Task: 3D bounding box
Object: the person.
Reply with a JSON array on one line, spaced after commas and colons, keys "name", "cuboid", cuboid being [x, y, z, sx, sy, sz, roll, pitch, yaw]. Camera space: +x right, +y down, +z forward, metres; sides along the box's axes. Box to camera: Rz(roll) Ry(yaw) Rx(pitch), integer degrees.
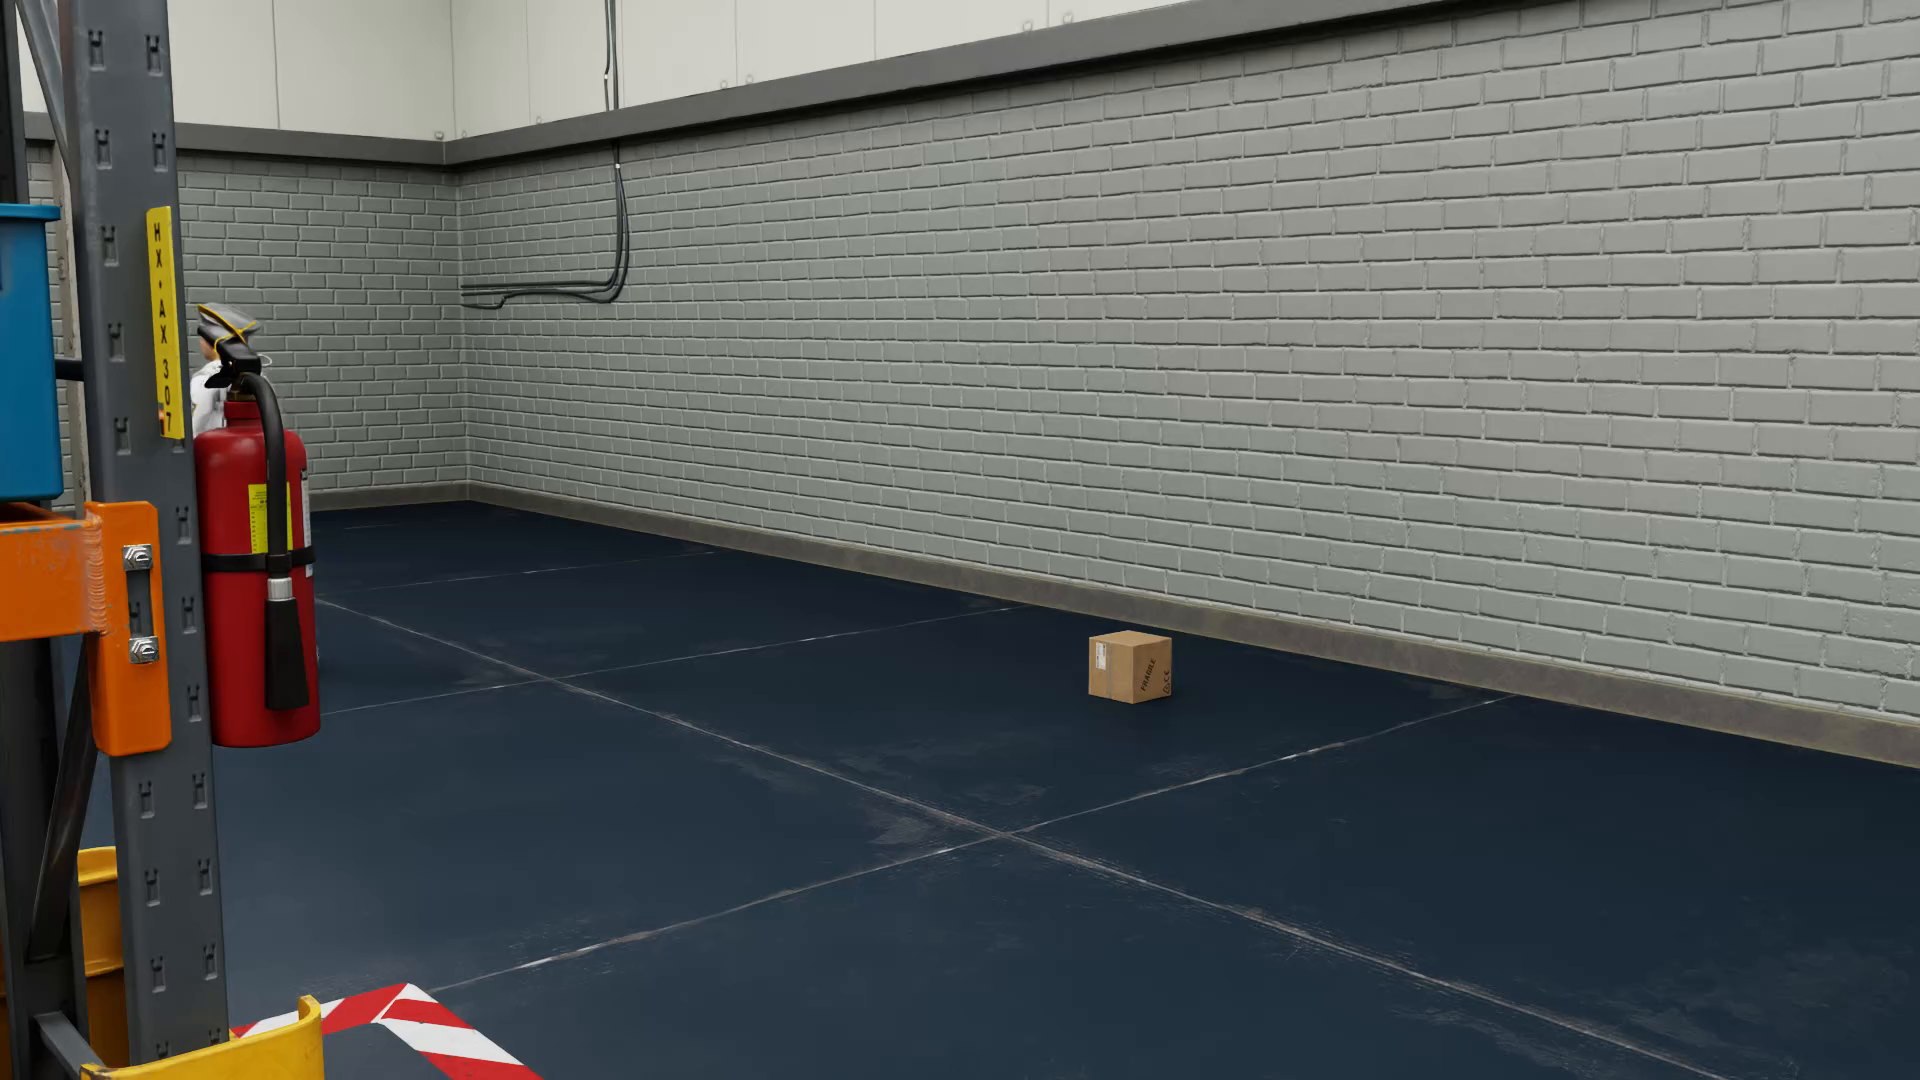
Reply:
[{"name": "person", "cuboid": [-3.375, -0.249, 7.488, 0.980, 1.631, 0.480, 1, 8, 9]}]
